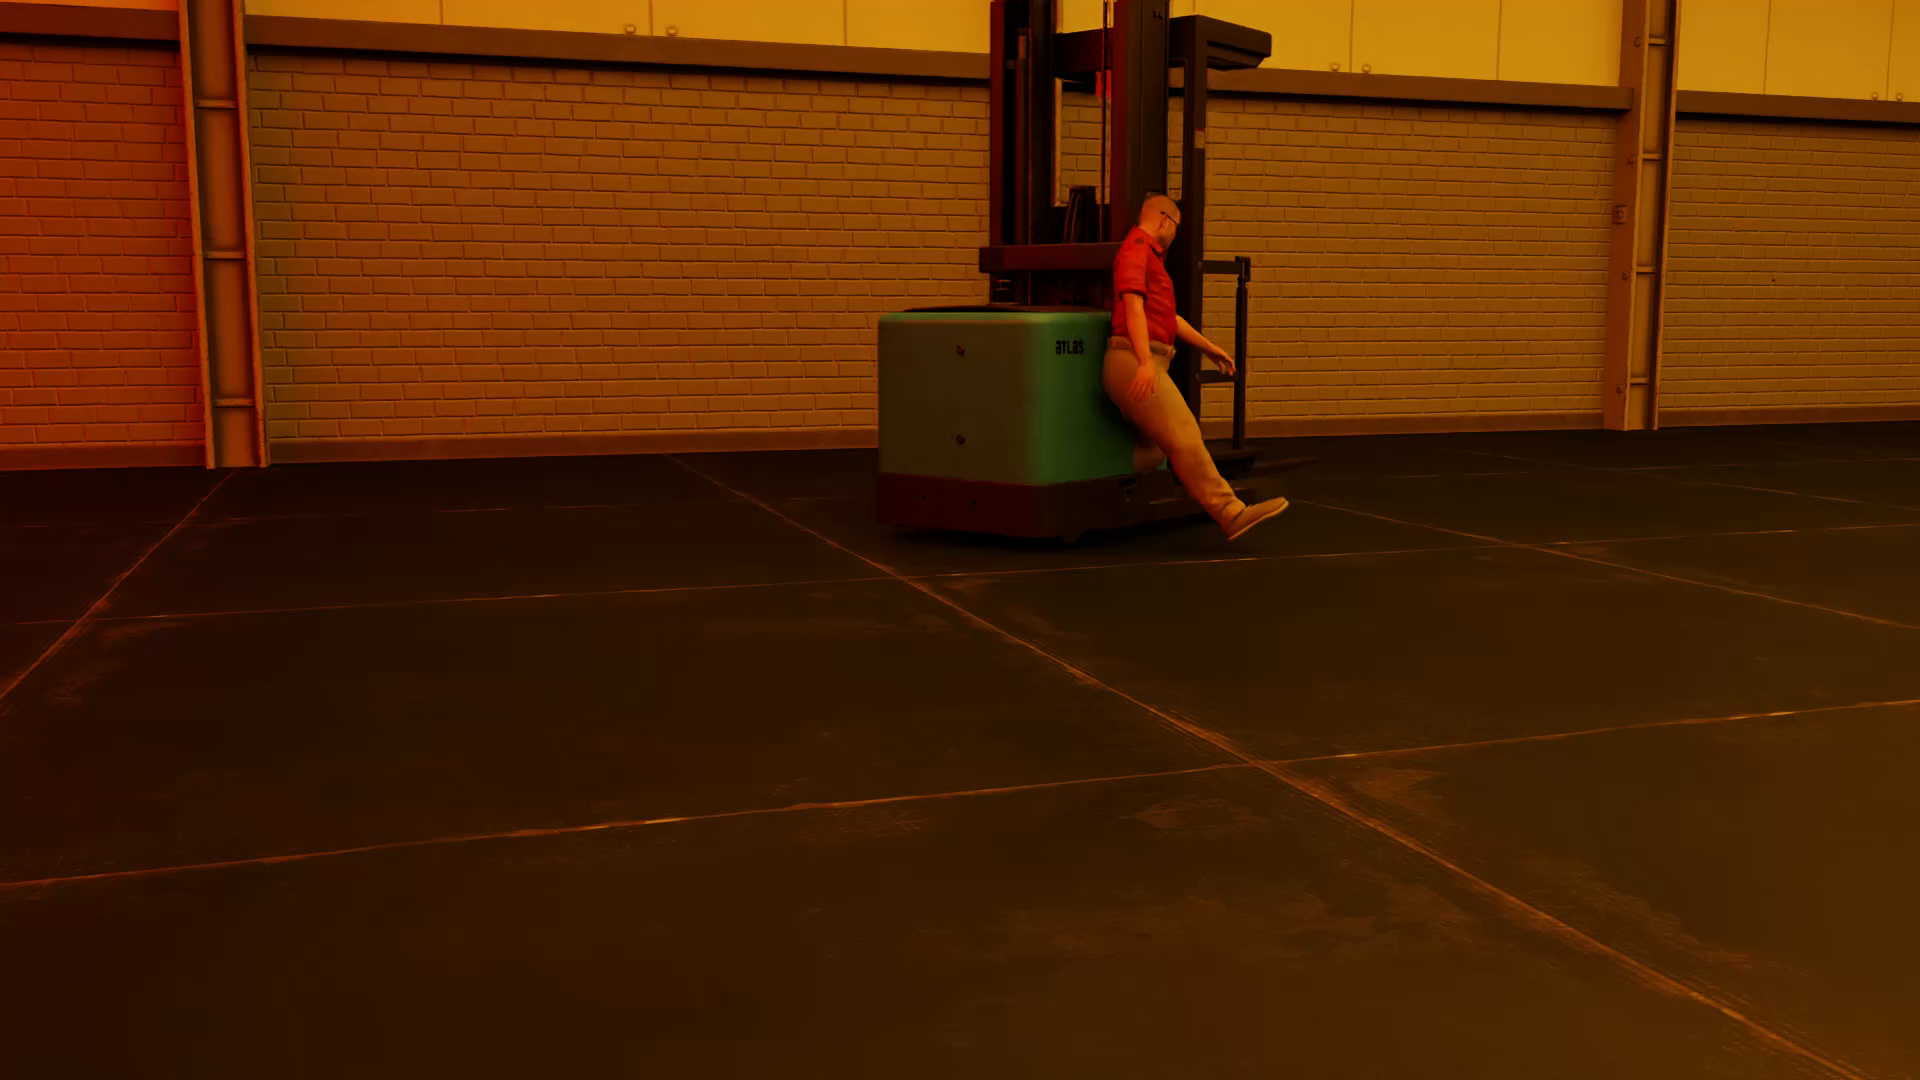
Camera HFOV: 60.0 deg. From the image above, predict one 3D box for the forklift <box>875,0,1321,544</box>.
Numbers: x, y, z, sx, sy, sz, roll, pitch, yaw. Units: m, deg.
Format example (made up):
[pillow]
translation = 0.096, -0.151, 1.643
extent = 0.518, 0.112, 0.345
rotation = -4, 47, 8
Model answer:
[forklift]
translation = 0.915, -1.585, 8.703
extent = 1.130, 2.935, 3.031
rotation = 6, 10, 39

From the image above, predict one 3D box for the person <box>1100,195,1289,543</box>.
[person]
translation = 1.018, -0.798, 7.710
extent = 0.990, 1.585, 0.833
rotation = 1, 8, 4
